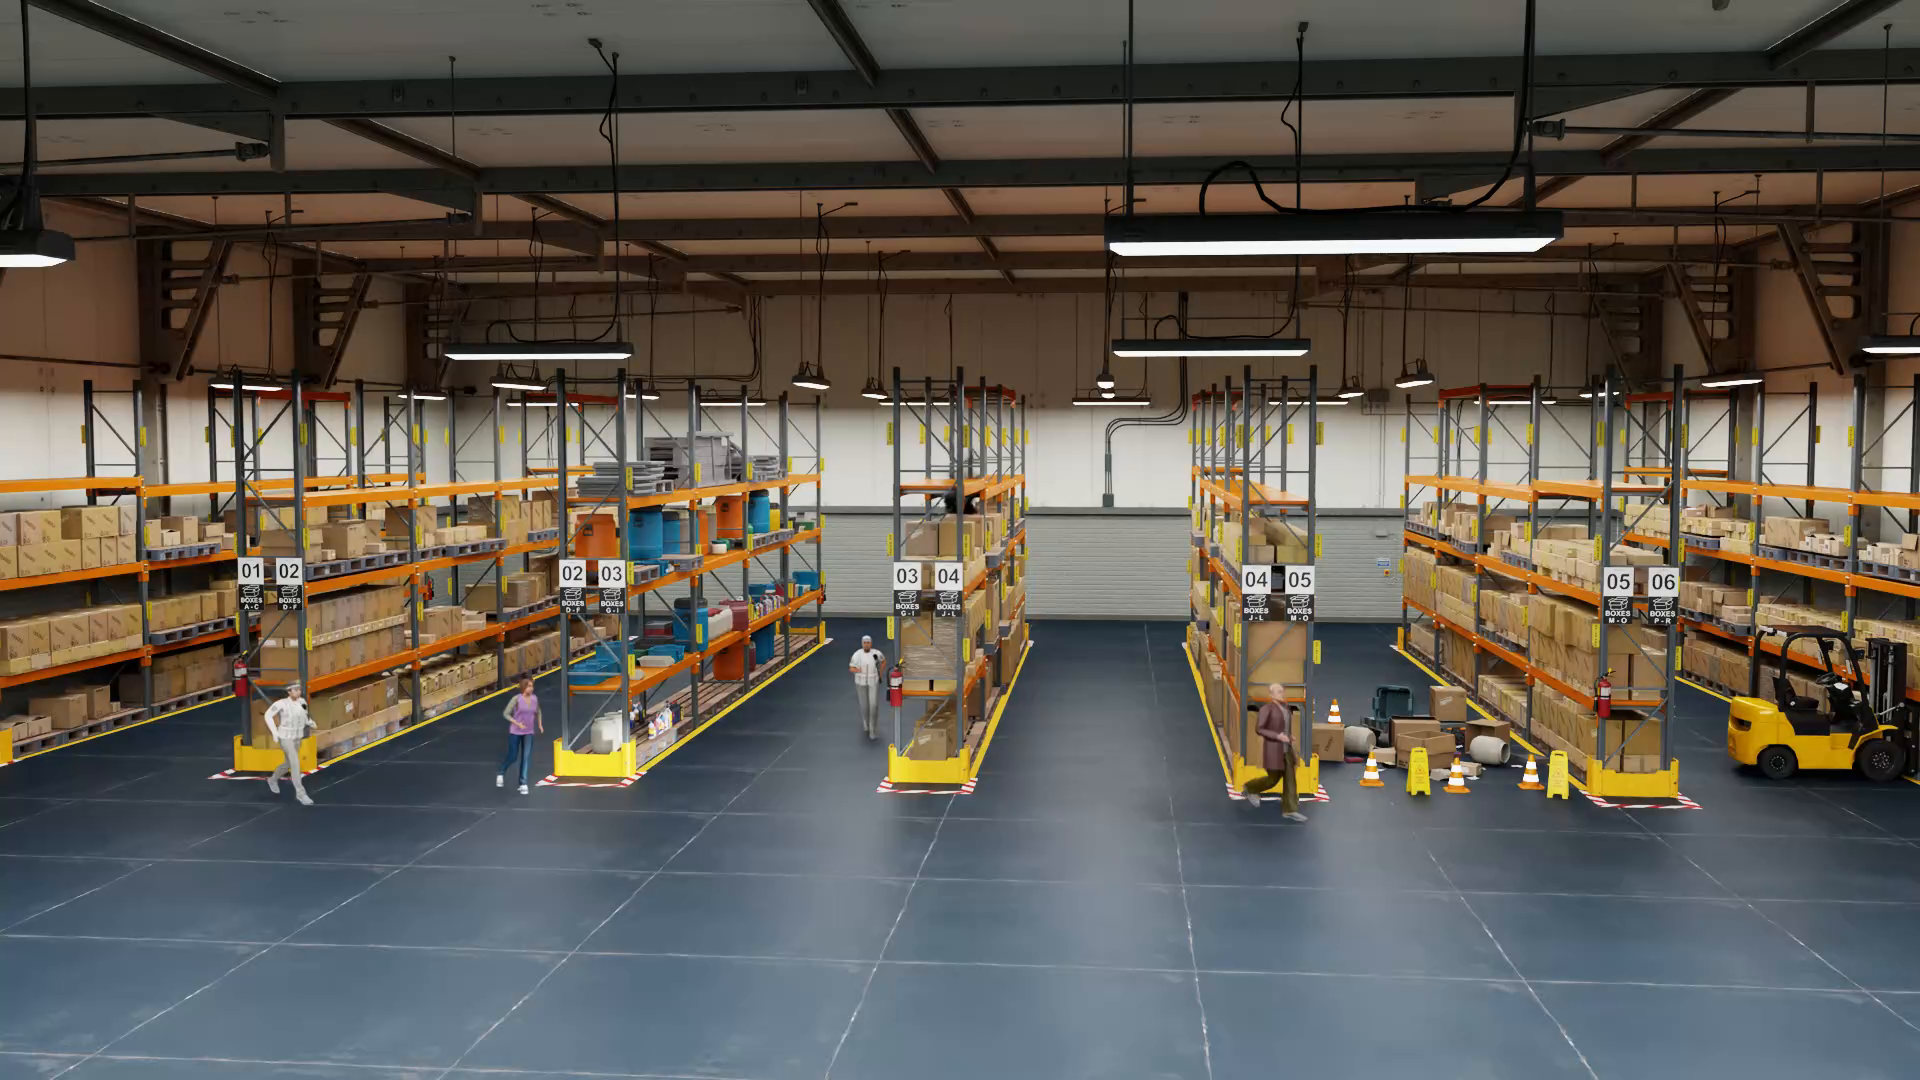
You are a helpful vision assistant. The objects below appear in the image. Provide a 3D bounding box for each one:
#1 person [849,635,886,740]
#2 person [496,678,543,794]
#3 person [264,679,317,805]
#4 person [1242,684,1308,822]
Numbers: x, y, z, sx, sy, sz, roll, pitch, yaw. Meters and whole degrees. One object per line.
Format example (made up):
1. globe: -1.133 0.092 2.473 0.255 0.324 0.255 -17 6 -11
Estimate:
1. person: -1.548 2.446 27.818 0.593 1.722 0.816 0 4 2
2. person: -6.153 2.737 23.482 0.607 1.568 0.832 -3 4 -38
3. person: -9.219 2.742 22.842 0.942 1.698 0.569 2 4 26
4. person: 4.145 2.765 21.804 0.714 1.754 0.999 -3 5 -40
